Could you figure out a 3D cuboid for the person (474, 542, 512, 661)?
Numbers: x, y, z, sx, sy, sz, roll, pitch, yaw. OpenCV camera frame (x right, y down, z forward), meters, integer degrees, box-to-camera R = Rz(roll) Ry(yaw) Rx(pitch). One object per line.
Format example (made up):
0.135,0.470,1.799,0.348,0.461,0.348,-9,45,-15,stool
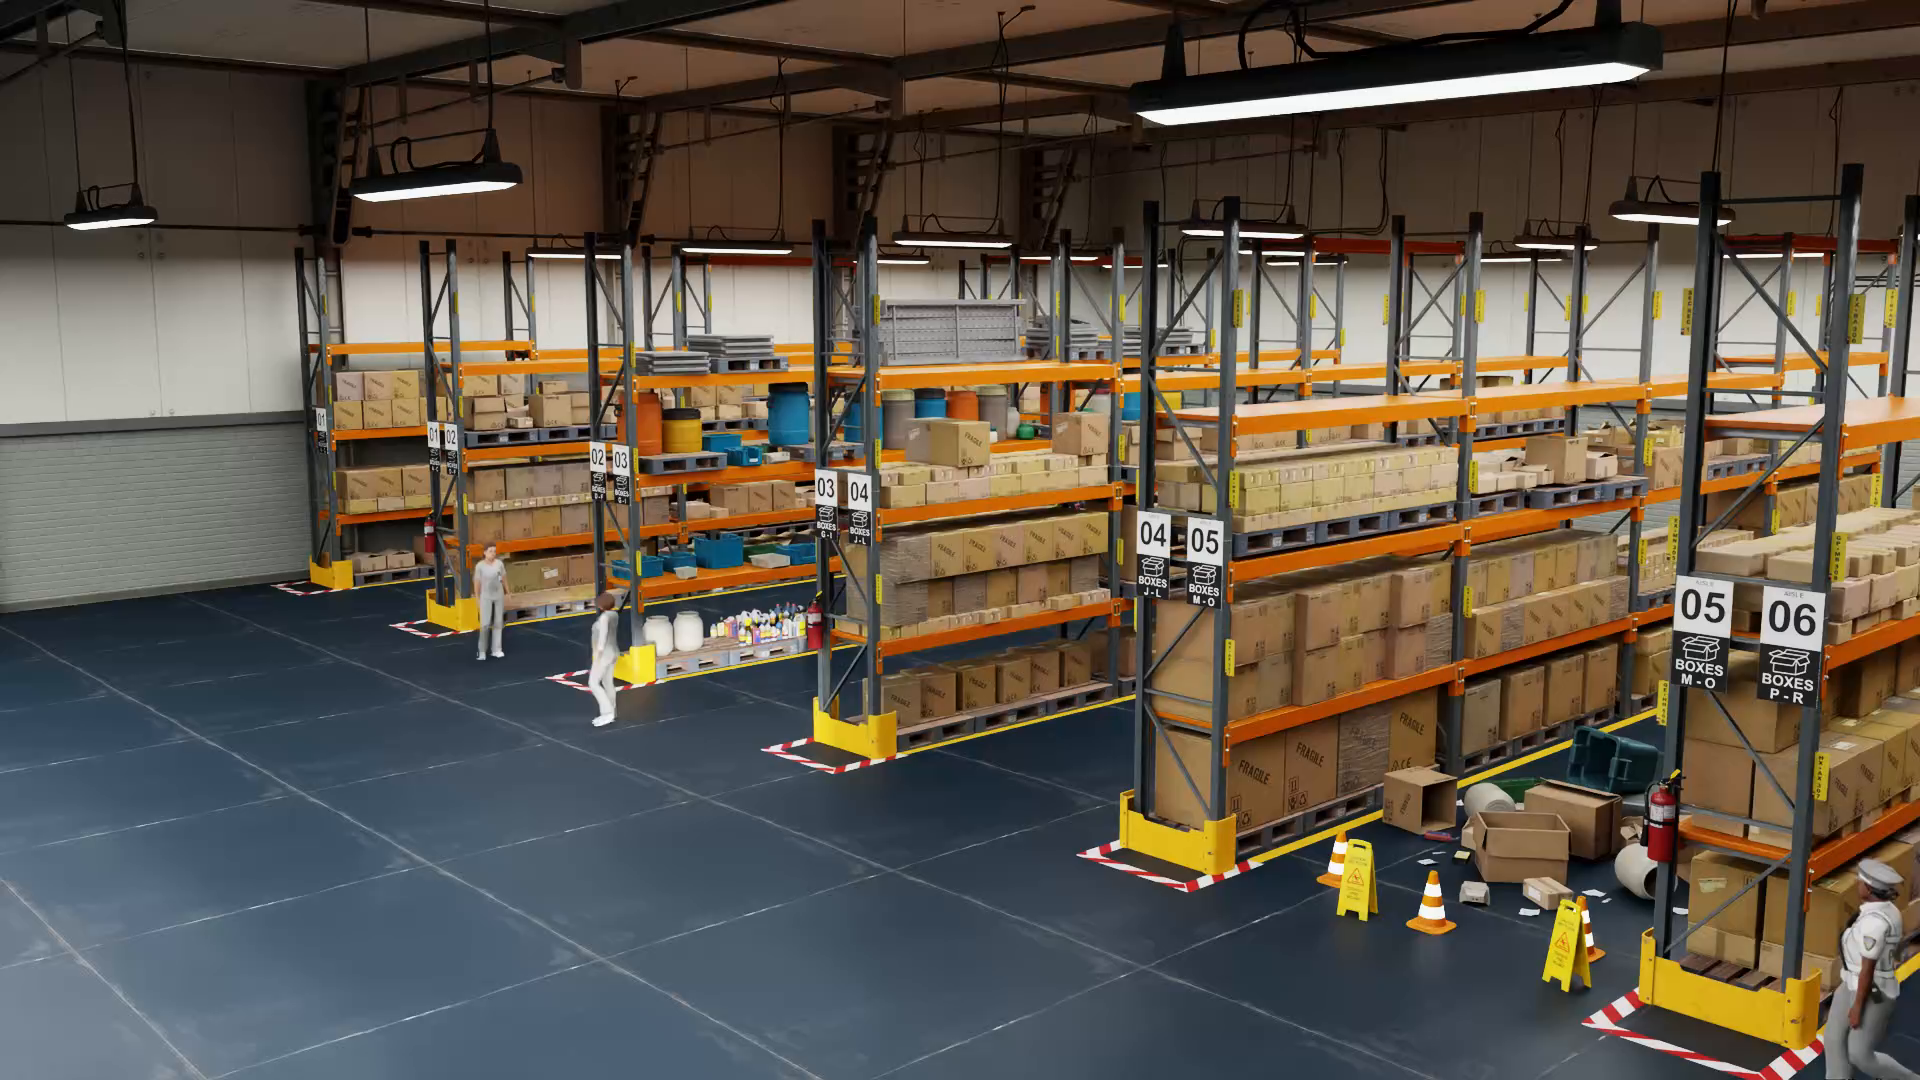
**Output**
-6.708,0.862,23.835,0.503,1.689,0.379,-6,10,-36,person

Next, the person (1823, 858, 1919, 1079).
5.712,2.821,10.387,0.717,1.658,0.435,2,9,10,person

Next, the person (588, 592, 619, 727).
-4.306,1.455,20.137,0.329,1.575,0.464,1,9,10,person
